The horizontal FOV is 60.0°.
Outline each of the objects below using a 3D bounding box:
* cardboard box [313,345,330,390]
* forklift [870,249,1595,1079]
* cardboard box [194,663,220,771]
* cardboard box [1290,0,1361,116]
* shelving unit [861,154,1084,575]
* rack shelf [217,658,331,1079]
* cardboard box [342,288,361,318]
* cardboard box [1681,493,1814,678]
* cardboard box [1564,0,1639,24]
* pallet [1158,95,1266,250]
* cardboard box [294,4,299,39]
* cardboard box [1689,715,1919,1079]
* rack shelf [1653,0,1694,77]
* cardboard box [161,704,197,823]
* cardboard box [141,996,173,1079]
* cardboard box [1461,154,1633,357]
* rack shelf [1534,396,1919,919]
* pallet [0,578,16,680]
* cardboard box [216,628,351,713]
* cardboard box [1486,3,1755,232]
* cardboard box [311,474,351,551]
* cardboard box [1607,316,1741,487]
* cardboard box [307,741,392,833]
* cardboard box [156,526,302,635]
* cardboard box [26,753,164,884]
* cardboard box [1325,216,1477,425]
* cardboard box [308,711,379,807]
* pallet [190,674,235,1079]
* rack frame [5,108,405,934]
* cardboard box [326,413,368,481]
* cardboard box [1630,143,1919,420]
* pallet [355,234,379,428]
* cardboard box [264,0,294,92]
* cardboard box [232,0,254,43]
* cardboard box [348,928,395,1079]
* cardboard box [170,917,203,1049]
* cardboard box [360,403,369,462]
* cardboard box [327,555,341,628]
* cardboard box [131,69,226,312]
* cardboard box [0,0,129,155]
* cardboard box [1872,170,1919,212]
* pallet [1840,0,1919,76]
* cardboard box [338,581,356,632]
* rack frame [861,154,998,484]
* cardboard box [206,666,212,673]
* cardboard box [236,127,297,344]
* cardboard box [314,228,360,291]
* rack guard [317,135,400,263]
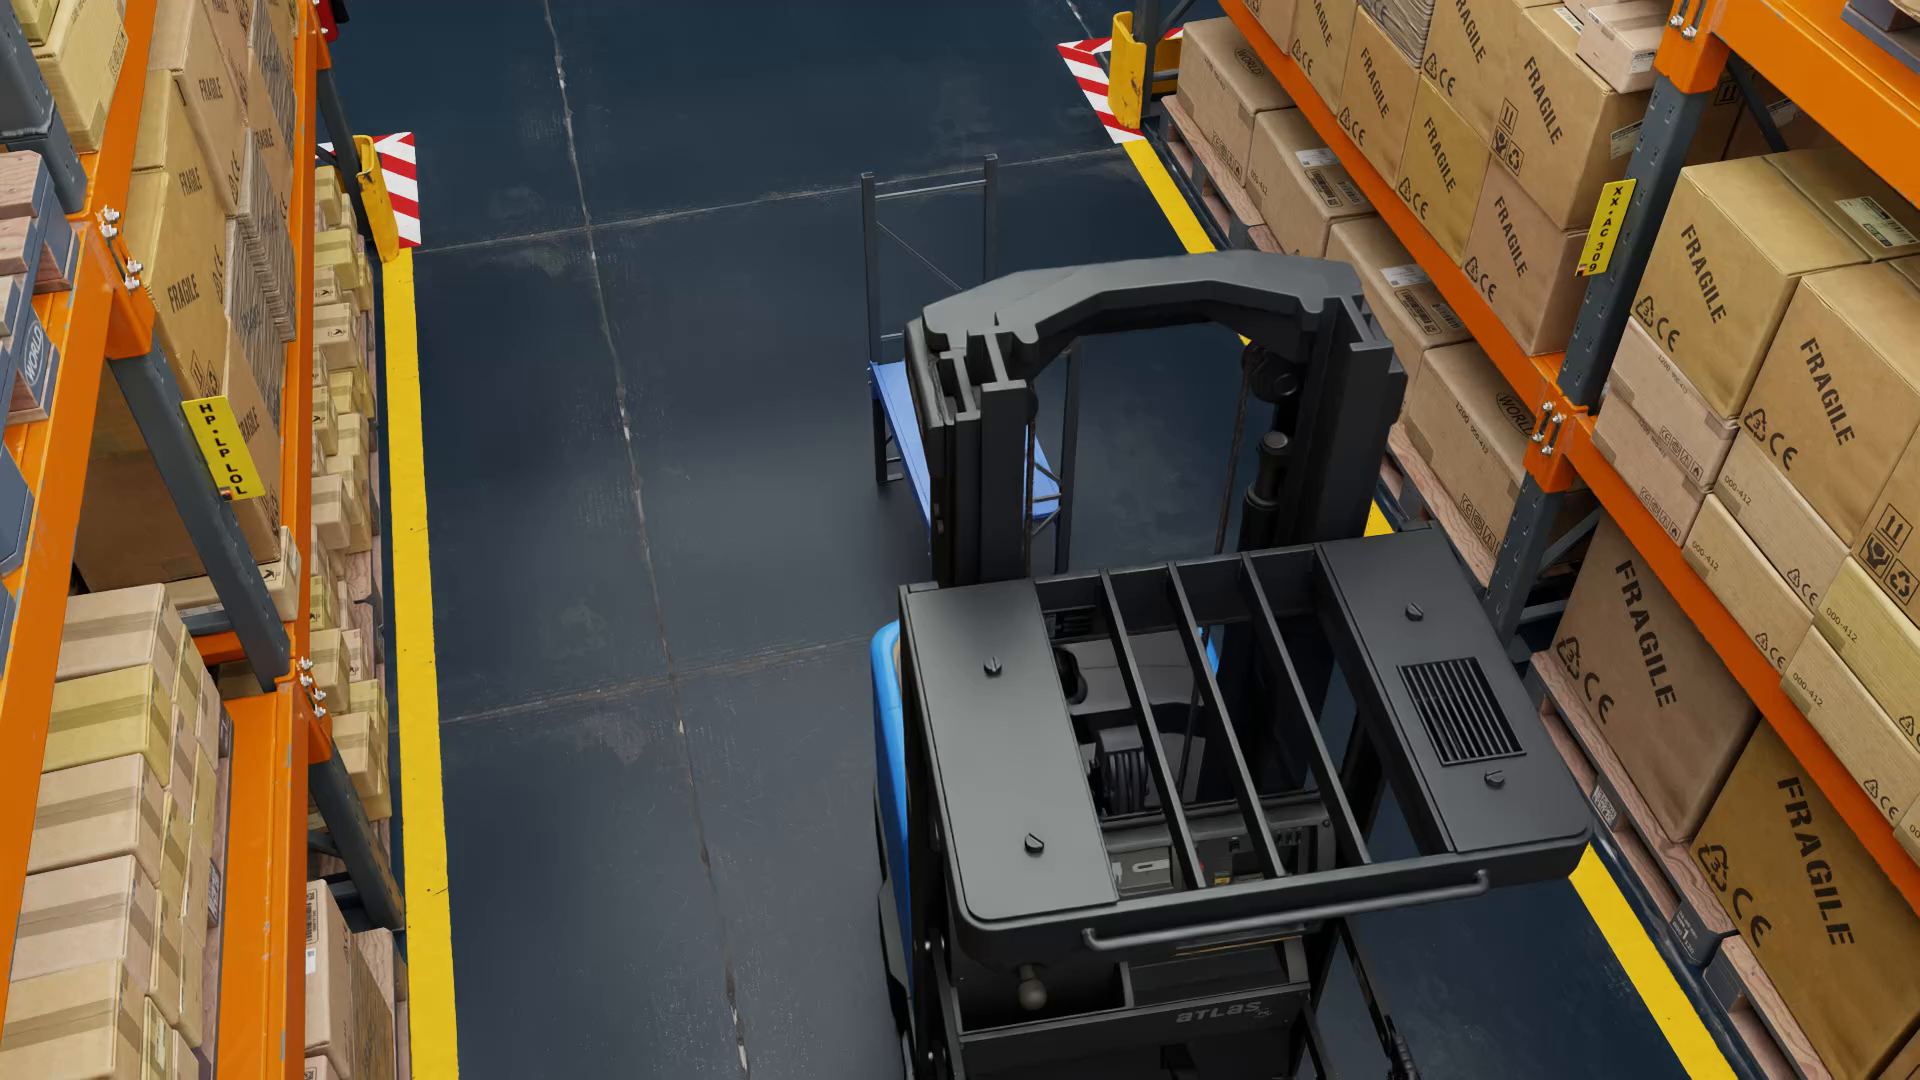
[{"bbox_3d":[-2.686,-0.603,6.526,0.380,0.149,0.250,-12,47,-12],"label":"cardboard box"},{"bbox_3d":[0.465,0.957,3.760,1.130,2.935,3.031,-7,46,-7],"label":"forklift"},{"bbox_3d":[-2.035,0.468,4.073,0.380,0.149,0.250,-12,47,-11],"label":"cardboard box"},{"bbox_3d":[1.666,-2.057,6.595,0.500,0.500,0.500,-9,46,-9],"label":"cardboard box"},{"bbox_3d":[0.022,-0.466,6.157,0.538,1.500,1.048,-11,47,-10],"label":"shelving unit"},{"bbox_3d":[-1.816,1.922,3.270,1.077,0.370,4.000,-11,47,-10],"label":"rack shelf"},{"bbox_3d":[-2.807,-1.055,7.177,0.380,0.149,0.250,-12,47,-12],"label":"cardboard box"},{"bbox_3d":[2.422,0.076,4.680,0.500,0.250,0.500,-12,47,-11],"label":"cardboard box"},{"bbox_3d":[2.082,-1.654,5.046,0.380,0.149,0.250,-10,46,-9],"label":"cardboard box"},{"bbox_3d":[1.687,-1.933,8.497,1.003,0.211,1.213,-11,47,-10],"label":"pallet"},{"bbox_3d":[-2.996,-2.211,6.992,0.380,0.149,0.250,-11,47,-10],"label":"cardboard box"},{"bbox_3d":[2.906,0.947,4.915,0.875,0.875,0.875,-9,46,-9],"label":"cardboard box"},{"bbox_3d":[1.919,-2.864,5.860,1.077,0.370,4.000,-11,47,-10],"label":"rack shelf"},{"bbox_3d":[-1.967,0.547,3.788,0.380,0.149,0.250,-10,46,-10],"label":"cardboard box"},{"bbox_3d":[-1.767,1.086,3.259,0.380,0.149,0.250,-13,47,-12],"label":"cardboard box"},{"bbox_3d":[2.065,-0.994,5.554,0.500,0.500,0.500,-10,46,-10],"label":"cardboard box"},{"bbox_3d":[2.943,0.947,4.225,1.077,0.370,4.000,-11,47,-10],"label":"rack shelf"},{"bbox_3d":[-2.005,0.467,2.224,1.213,0.211,1.003,-11,47,-10],"label":"pallet"},{"bbox_3d":[-2.230,0.455,5.489,0.380,0.149,0.250,-9,46,-8],"label":"cardboard box"},{"bbox_3d":[2.043,-1.346,5.198,0.500,0.500,0.500,-11,47,-11],"label":"cardboard box"},{"bbox_3d":[-2.417,-0.077,6.011,0.380,0.149,0.250,-10,46,-9],"label":"cardboard box"},{"bbox_3d":[2.271,-0.453,4.848,0.500,0.250,0.500,-12,47,-11],"label":"cardboard box"},{"bbox_3d":[-2.111,0.830,5.538,0.380,0.149,0.250,-13,47,-12],"label":"cardboard box"},{"bbox_3d":[-2.085,0.122,4.706,0.380,0.149,0.250,-9,46,-9],"label":"cardboard box"},{"bbox_3d":[-1.903,0.628,3.500,0.380,0.149,0.250,-12,47,-12],"label":"cardboard box"},{"bbox_3d":[2.144,-1.007,7.136,0.875,0.438,0.875,-12,47,-11],"label":"cardboard box"},{"bbox_3d":[-2.112,0.727,5.431,0.380,0.149,0.250,-9,46,-8],"label":"cardboard box"},{"bbox_3d":[-2.273,0.911,3.891,1.003,0.211,1.213,-11,47,-10],"label":"pallet"},{"bbox_3d":[-2.328,0.289,4.366,1.000,3.000,0.127,-11,47,-10],"label":"rack frame"},{"bbox_3d":[-2.517,-0.334,6.471,0.380,0.149,0.250,-10,46,-10],"label":"cardboard box"},{"bbox_3d":[2.266,-0.714,4.579,0.500,0.500,0.500,-10,46,-10],"label":"cardboard box"},{"bbox_3d":[-3.159,-0.876,7.461,1.003,0.211,1.213,-11,47,-10],"label":"pallet"},{"bbox_3d":[-2.862,-1.992,6.323,0.500,0.500,0.500,-11,47,-11],"label":"cardboard box"},{"bbox_3d":[-2.723,-1.984,5.615,0.500,0.500,0.500,-9,46,-8],"label":"cardboard box"},{"bbox_3d":[-1.895,1.482,4.653,0.500,0.500,0.500,-12,47,-11],"label":"cardboard box"},{"bbox_3d":[-1.842,0.993,3.558,0.380,0.149,0.250,-13,47,-12],"label":"cardboard box"},{"bbox_3d":[-2.616,-0.414,6.757,0.380,0.149,0.250,-10,46,-10],"label":"cardboard box"},{"bbox_3d":[-2.427,0.221,5.927,0.380,0.149,0.250,-13,47,-12],"label":"cardboard box"},{"bbox_3d":[-2.356,-0.911,4.564,0.500,0.500,0.500,-12,47,-12],"label":"cardboard box"},{"bbox_3d":[-2.192,-1.076,3.709,0.500,0.250,0.500,-9,46,-8],"label":"cardboard box"},{"bbox_3d":[2.788,-0.808,4.671,0.500,0.500,0.500,-9,46,-9],"label":"cardboard box"},{"bbox_3d":[2.713,-1.044,3.707,0.805,0.209,1.217,-12,47,-12],"label":"pallet"},{"bbox_3d":[-2.406,0.318,6.040,0.380,0.149,0.250,-12,47,-11],"label":"cardboard box"},{"bbox_3d":[-0.108,-0.817,6.501,0.500,1.500,0.032,-11,47,-10],"label":"rack frame"},{"bbox_3d":[-2.824,0.362,5.997,0.380,0.149,0.250,-12,47,-11],"label":"cardboard box"},{"bbox_3d":[-2.439,-0.932,5.285,0.500,0.500,0.500,-12,47,-11],"label":"cardboard box"},{"bbox_3d":[-2.774,-1.171,7.083,0.380,0.149,0.250,-12,47,-11],"label":"cardboard box"},{"bbox_3d":[-3.333,-1.545,7.914,1.175,0.500,0.348,-11,47,-10],"label":"rack guard"}]
